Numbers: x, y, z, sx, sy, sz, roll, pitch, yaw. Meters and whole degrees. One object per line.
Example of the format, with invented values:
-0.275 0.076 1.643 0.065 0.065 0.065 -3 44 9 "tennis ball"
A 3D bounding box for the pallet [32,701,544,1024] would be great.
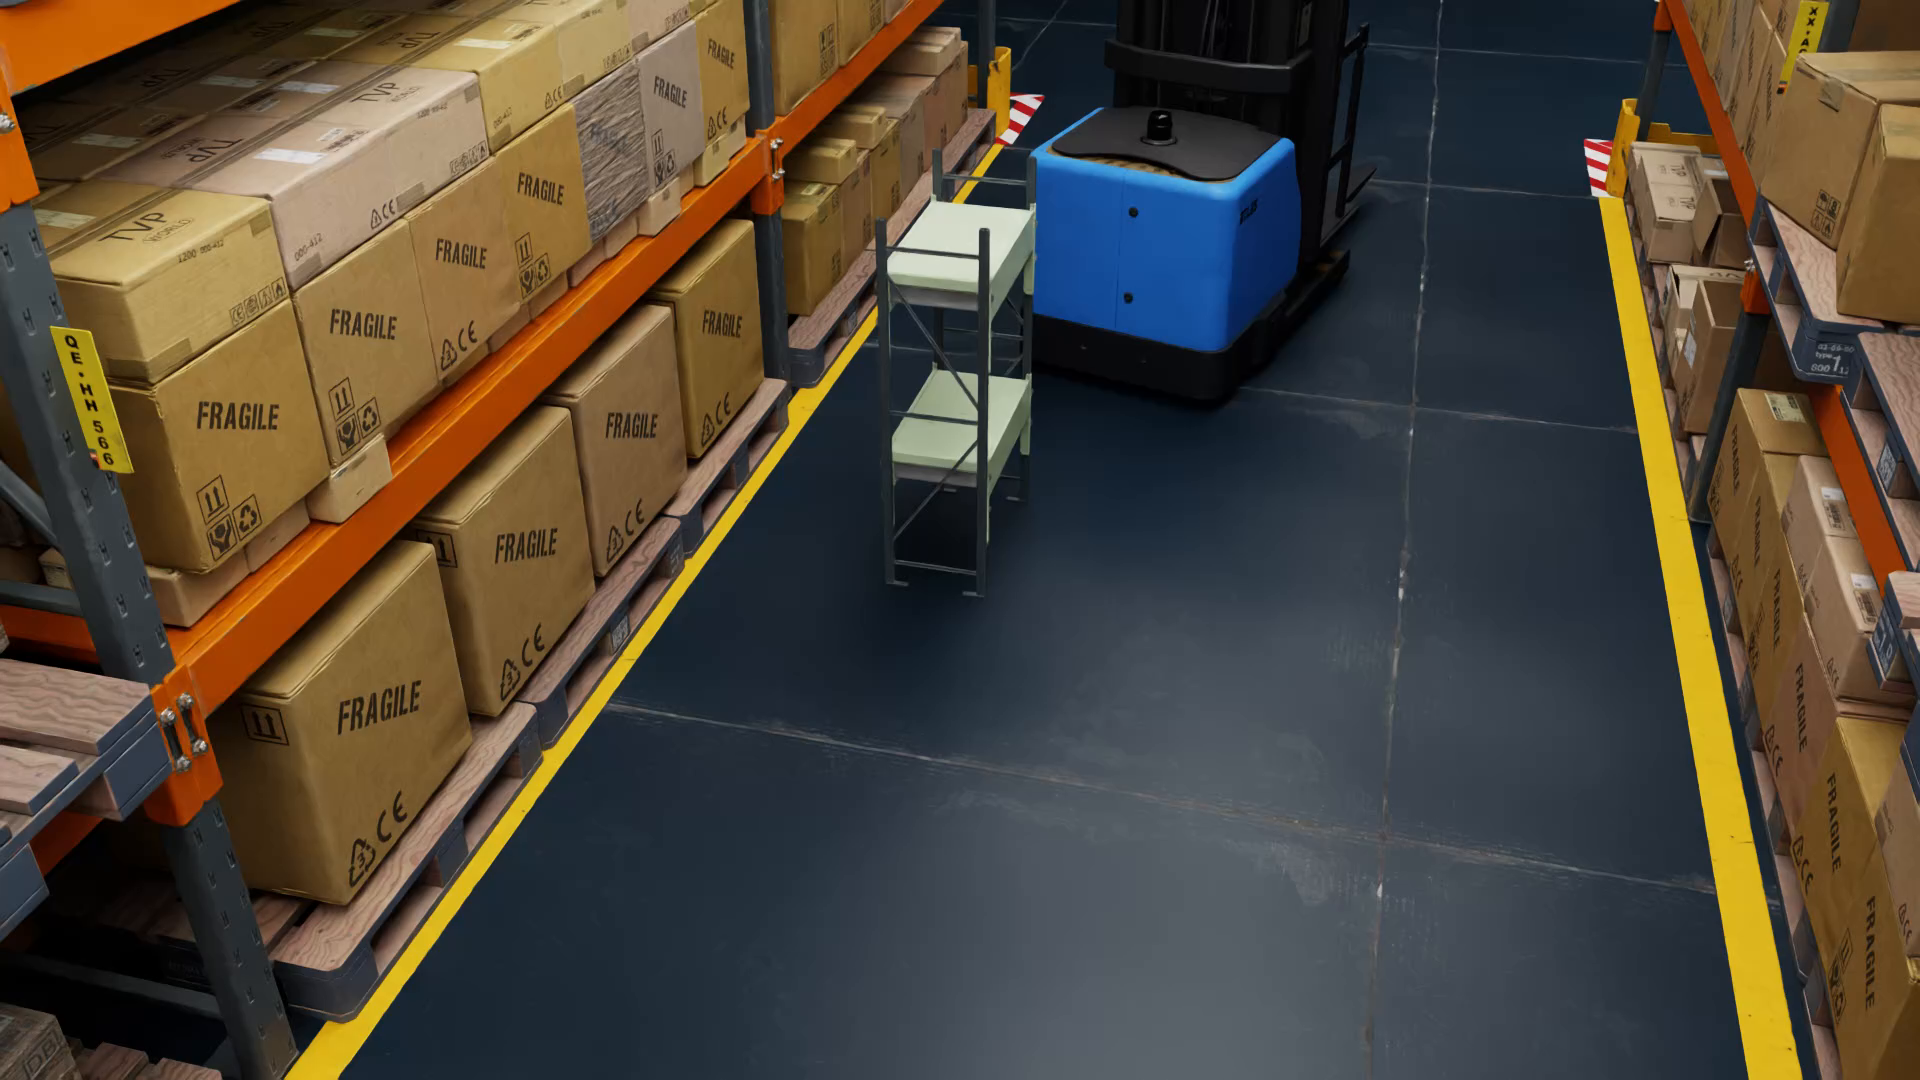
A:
-2.027 0.882 5.166 1.003 0.211 1.213 8 33 12 "pallet"

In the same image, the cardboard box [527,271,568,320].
-1.540 -0.871 5.539 0.380 0.149 0.250 9 34 14 "cardboard box"

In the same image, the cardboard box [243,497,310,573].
-1.920 -0.068 4.276 0.380 0.149 0.250 8 33 13 "cardboard box"

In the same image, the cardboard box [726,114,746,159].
-1.097 -1.660 6.781 0.380 0.149 0.250 8 33 13 "cardboard box"

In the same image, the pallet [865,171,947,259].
-0.709 -1.814 9.407 1.003 0.211 1.213 8 33 12 "pallet"

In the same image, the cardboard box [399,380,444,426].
-1.769 -0.477 4.920 0.380 0.149 0.250 9 33 13 "cardboard box"

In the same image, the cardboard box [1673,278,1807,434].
3.378 -0.765 7.077 0.500 0.500 0.500 8 33 12 "cardboard box"

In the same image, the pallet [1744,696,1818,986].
3.030 0.940 5.075 1.003 0.211 1.213 8 33 12 "pallet"

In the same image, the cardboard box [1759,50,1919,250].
3.171 -1.304 5.520 0.700 0.500 0.500 -3 33 -4 "cardboard box"

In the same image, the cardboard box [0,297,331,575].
-1.929 -0.290 4.021 0.500 0.500 0.500 9 34 14 "cardboard box"

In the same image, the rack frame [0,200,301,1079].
-2.300 0.104 3.791 1.000 3.000 0.127 8 33 12 "rack frame"

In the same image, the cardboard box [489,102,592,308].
-1.536 -1.089 5.278 0.500 0.500 0.500 9 34 14 "cardboard box"

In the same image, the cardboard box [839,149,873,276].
-0.865 -1.729 8.612 0.700 0.500 0.500 8 33 12 "cardboard box"

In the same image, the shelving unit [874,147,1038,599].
-0.002 -0.629 6.342 0.431 1.500 0.755 8 33 12 "shelving unit"

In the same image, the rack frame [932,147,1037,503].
0.091 -0.819 6.641 0.400 1.500 0.023 8 33 12 "rack frame"

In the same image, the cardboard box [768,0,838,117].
-1.131 -2.378 7.415 0.980 0.700 0.700 9 33 13 "cardboard box"

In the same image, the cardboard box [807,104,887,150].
-0.600 -2.166 8.695 0.380 0.149 0.250 7 33 11 "cardboard box"

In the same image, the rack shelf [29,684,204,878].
-2.808 1.445 2.351 1.077 0.370 4.000 8 33 12 "rack shelf"

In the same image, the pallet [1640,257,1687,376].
3.990 -1.114 8.306 1.003 0.211 1.213 8 33 12 "pallet"

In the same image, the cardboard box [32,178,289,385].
-1.928 -0.604 3.817 0.500 0.250 0.500 9 33 14 "cardboard box"

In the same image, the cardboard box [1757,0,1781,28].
3.513 -2.328 6.590 0.500 0.500 0.500 7 33 11 "cardboard box"

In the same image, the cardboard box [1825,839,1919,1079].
2.503 1.128 4.099 0.500 0.500 0.500 9 34 14 "cardboard box"

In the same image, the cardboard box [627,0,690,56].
-1.295 -1.923 5.891 0.500 0.250 0.500 9 33 13 "cardboard box"

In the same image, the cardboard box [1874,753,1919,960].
2.513 0.782 3.945 0.500 0.250 0.500 9 34 14 "cardboard box"

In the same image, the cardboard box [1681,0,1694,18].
4.029 -2.955 8.508 0.500 0.500 0.500 8 33 12 "cardboard box"

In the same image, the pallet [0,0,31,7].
-2.188 -1.424 3.574 1.213 0.211 1.003 10 34 15 "pallet"

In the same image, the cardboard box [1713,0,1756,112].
3.644 -2.171 7.275 0.500 0.500 0.500 9 33 13 "cardboard box"

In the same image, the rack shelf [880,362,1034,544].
-0.002 -0.354 6.517 0.431 0.370 0.720 8 33 12 "rack shelf"

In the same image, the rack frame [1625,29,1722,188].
4.523 -3.375 9.263 1.000 3.000 0.127 8 33 12 "rack frame"

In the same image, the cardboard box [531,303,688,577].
-1.547 -0.425 6.235 0.750 0.750 0.750 9 34 14 "cardboard box"

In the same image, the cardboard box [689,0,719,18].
-1.156 -2.187 6.307 0.500 0.250 0.500 9 33 14 "cardboard box"

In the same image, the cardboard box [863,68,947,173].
-0.478 -2.534 9.878 0.700 0.500 0.500 8 33 12 "cardboard box"

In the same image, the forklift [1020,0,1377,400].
1.440 -2.643 8.176 1.130 2.935 3.031 16 36 24 "forklift"

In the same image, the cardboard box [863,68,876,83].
-0.704 -2.766 9.639 0.380 0.149 0.250 8 33 13 "cardboard box"

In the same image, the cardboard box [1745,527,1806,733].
2.890 0.324 5.364 0.500 0.500 0.500 8 33 13 "cardboard box"

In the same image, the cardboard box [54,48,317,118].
-2.167 -1.194 4.743 0.500 0.250 0.500 7 33 11 "cardboard box"

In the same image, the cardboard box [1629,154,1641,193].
4.021 -2.065 9.433 0.380 0.166 0.250 8 33 12 "cardboard box"

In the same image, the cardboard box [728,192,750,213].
-1.225 -1.694 7.953 0.380 0.149 0.250 8 33 12 "cardboard box"

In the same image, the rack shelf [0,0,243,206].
-1.792 -1.896 4.812 1.077 0.370 4.000 8 33 12 "rack shelf"

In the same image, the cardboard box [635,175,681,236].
-1.258 -1.253 6.140 0.380 0.149 0.250 8 33 12 "cardboard box"

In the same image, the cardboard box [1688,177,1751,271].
3.979 -1.407 8.085 0.797 0.503 0.637 8 33 12 "cardboard box"

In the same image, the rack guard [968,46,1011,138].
-0.264 -3.005 11.011 1.175 0.500 0.348 8 33 12 "rack guard"

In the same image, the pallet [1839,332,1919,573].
2.982 -0.153 4.373 1.003 0.211 1.213 8 33 12 "pallet"

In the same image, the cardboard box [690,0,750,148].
-1.158 -1.874 6.513 0.500 0.500 0.500 8 33 12 "cardboard box"
